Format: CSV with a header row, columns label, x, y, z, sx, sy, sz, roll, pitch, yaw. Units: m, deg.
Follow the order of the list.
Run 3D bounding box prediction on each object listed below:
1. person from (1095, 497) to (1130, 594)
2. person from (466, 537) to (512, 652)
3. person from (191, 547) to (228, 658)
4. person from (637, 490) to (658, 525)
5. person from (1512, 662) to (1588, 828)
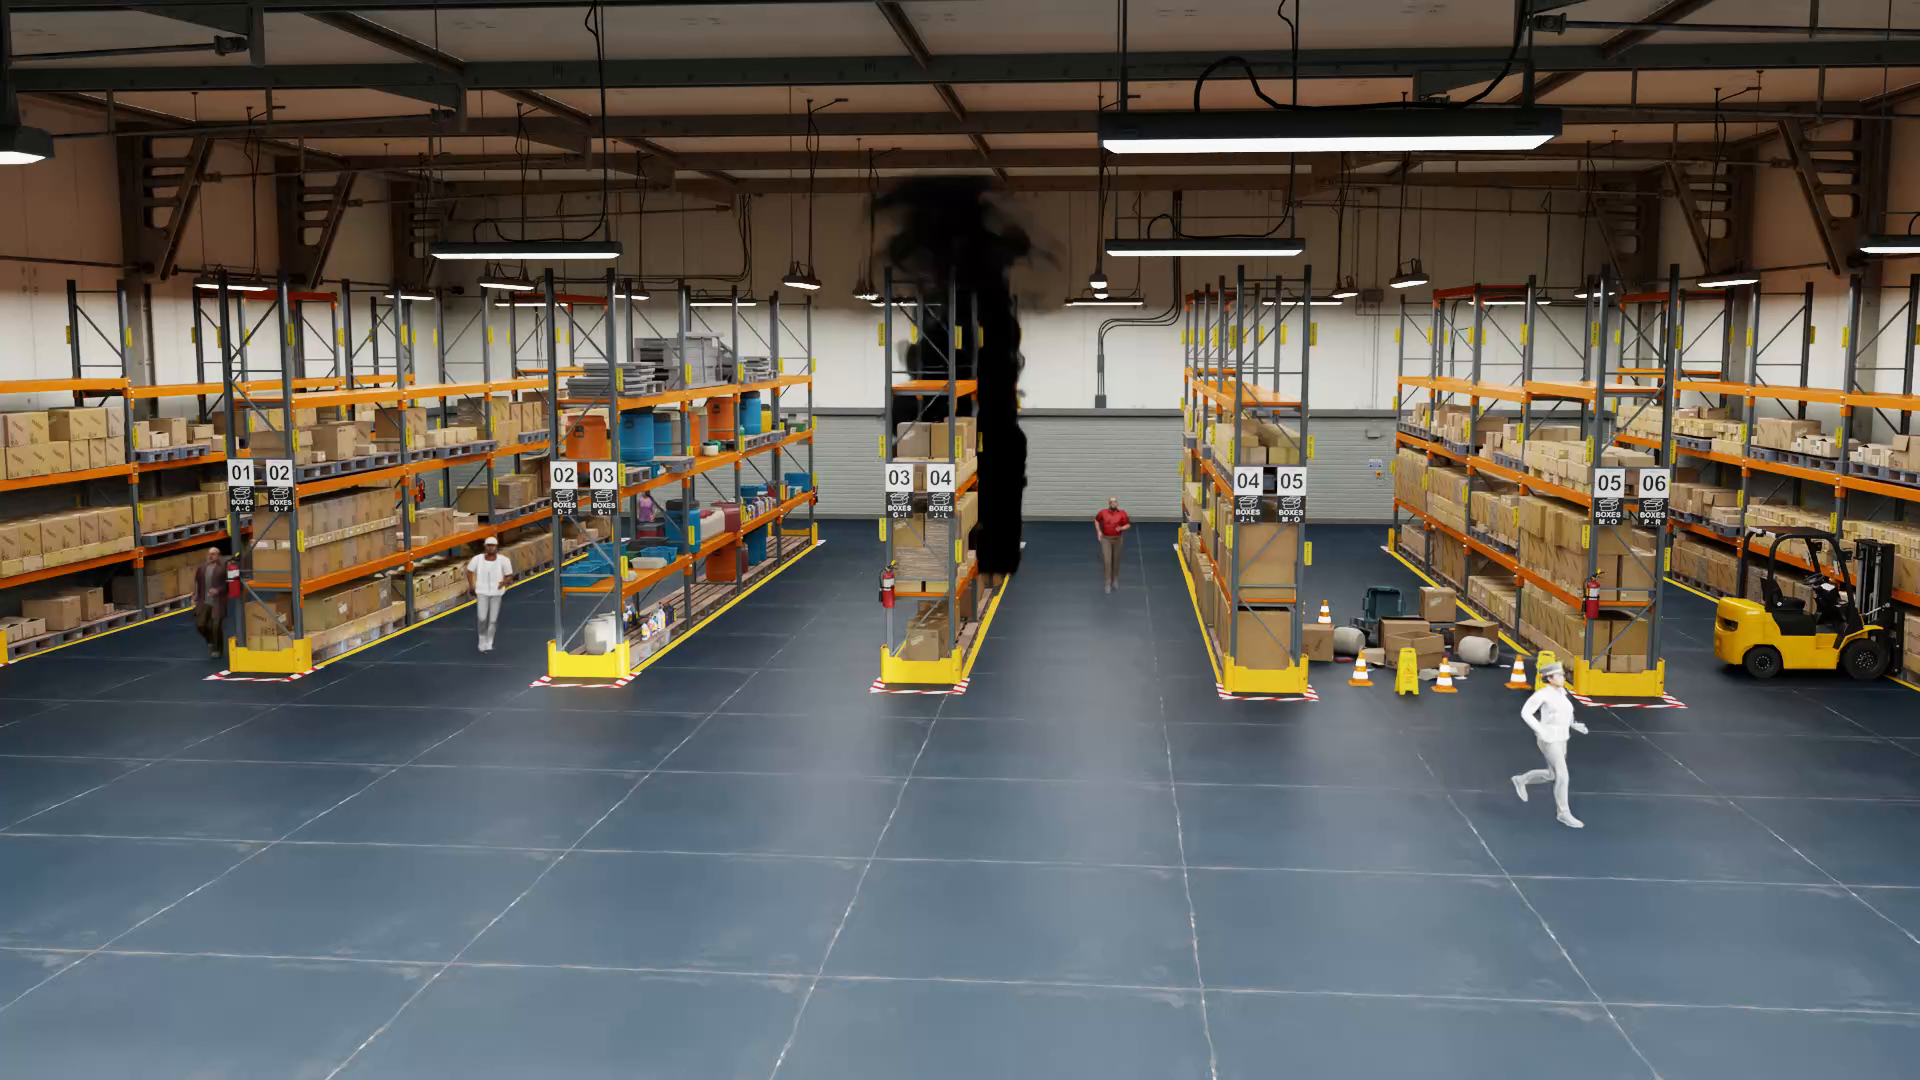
label,x,y,z,sx,sy,sz,roll,pitch,yaw
person,2.854,0.070,31.077,0.652,1.769,0.770,0,7,1
person,-7.085,0.826,25.071,0.676,1.758,0.601,-2,7,-16
person,-11.692,0.989,25.971,0.694,1.729,0.615,0,7,-2
person,-7.267,-0.438,38.493,0.551,1.576,0.578,0,7,-3
person,6.128,2.090,17.296,0.618,1.696,0.820,-6,9,-42
